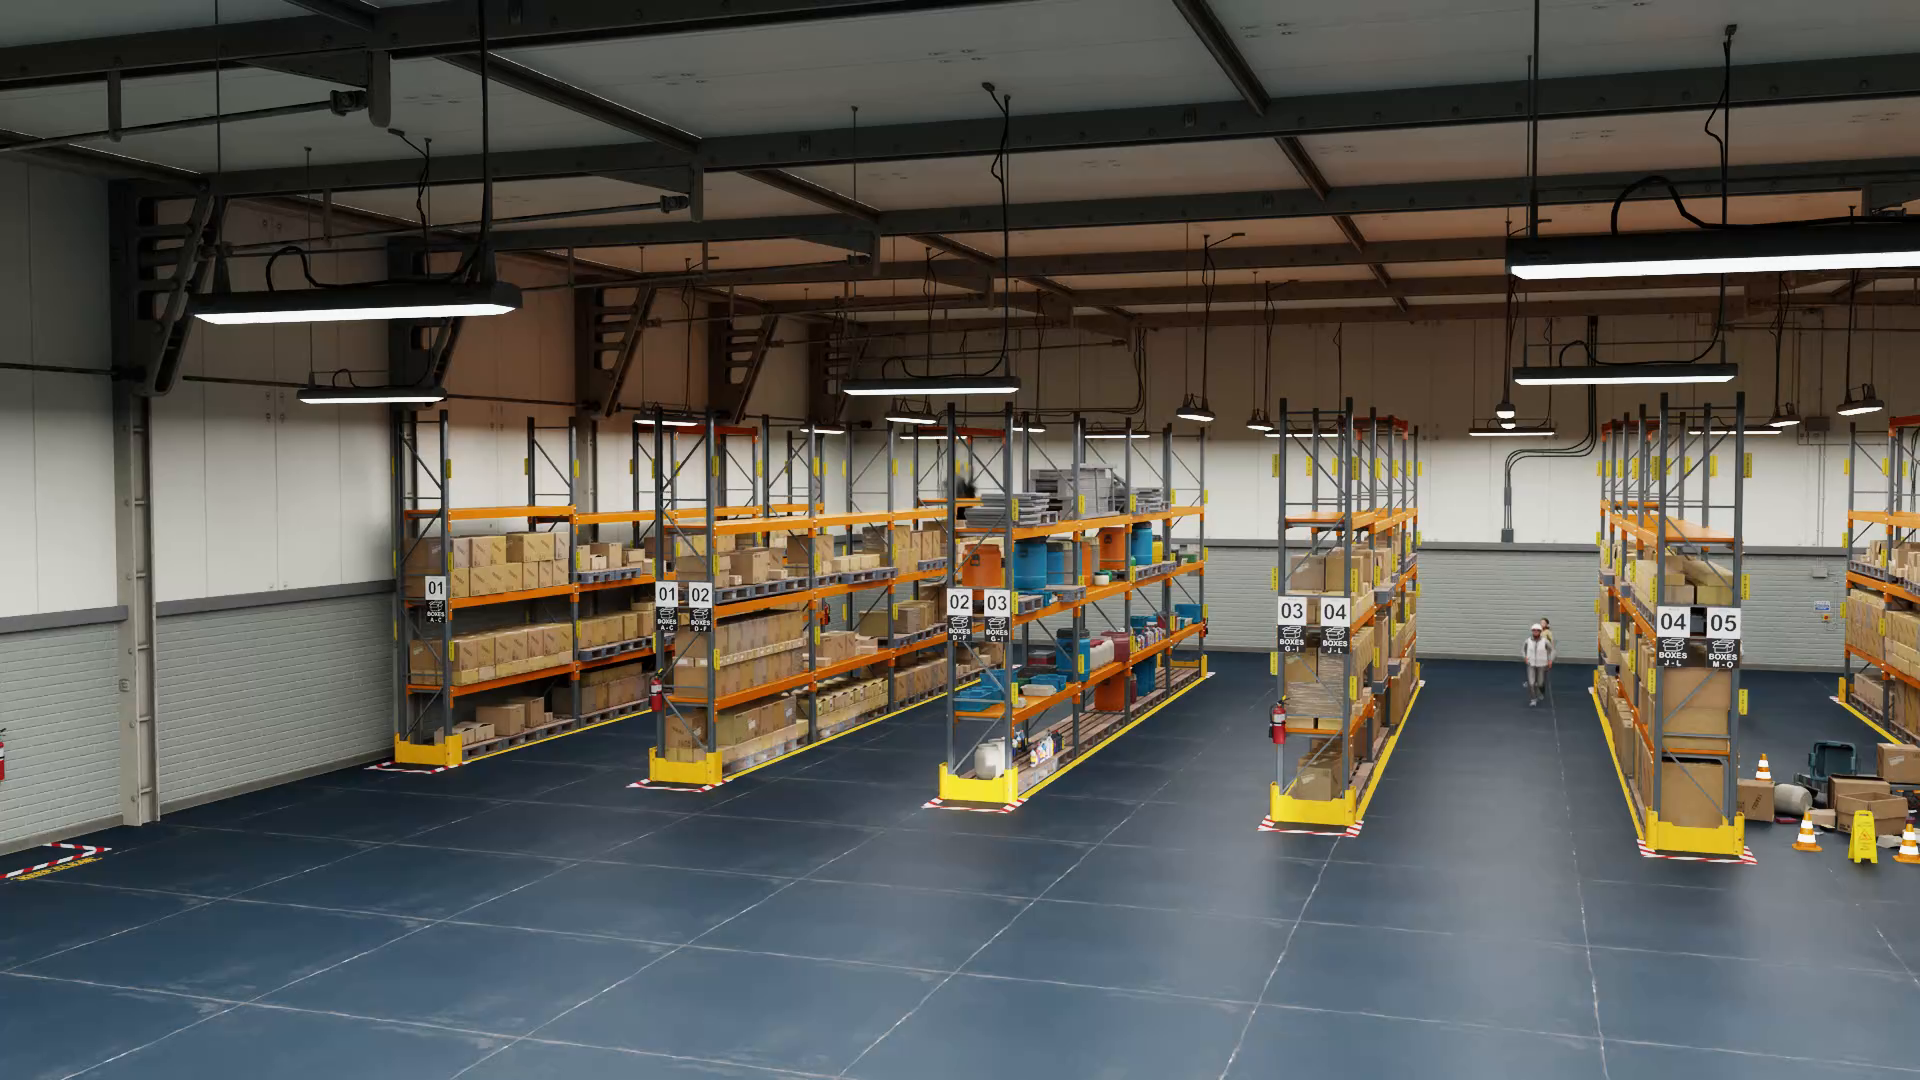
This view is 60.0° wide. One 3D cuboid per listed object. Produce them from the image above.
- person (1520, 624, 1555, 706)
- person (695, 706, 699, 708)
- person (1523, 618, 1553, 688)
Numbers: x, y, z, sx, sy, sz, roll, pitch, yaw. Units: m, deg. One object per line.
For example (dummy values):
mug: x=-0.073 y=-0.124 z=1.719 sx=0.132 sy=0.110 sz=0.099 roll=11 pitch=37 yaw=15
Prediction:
person: x=12.167 y=2.633 z=35.057 sx=0.702 sy=1.730 sz=0.604 roll=1 pitch=3 yaw=24
person: x=-4.850 y=2.819 z=31.300 sx=0.589 sy=1.710 sz=0.918 roll=1 pitch=3 yaw=14
person: x=13.214 y=2.537 z=37.892 sx=0.631 sy=1.558 sz=0.704 roll=-2 pitch=3 yaw=-40
